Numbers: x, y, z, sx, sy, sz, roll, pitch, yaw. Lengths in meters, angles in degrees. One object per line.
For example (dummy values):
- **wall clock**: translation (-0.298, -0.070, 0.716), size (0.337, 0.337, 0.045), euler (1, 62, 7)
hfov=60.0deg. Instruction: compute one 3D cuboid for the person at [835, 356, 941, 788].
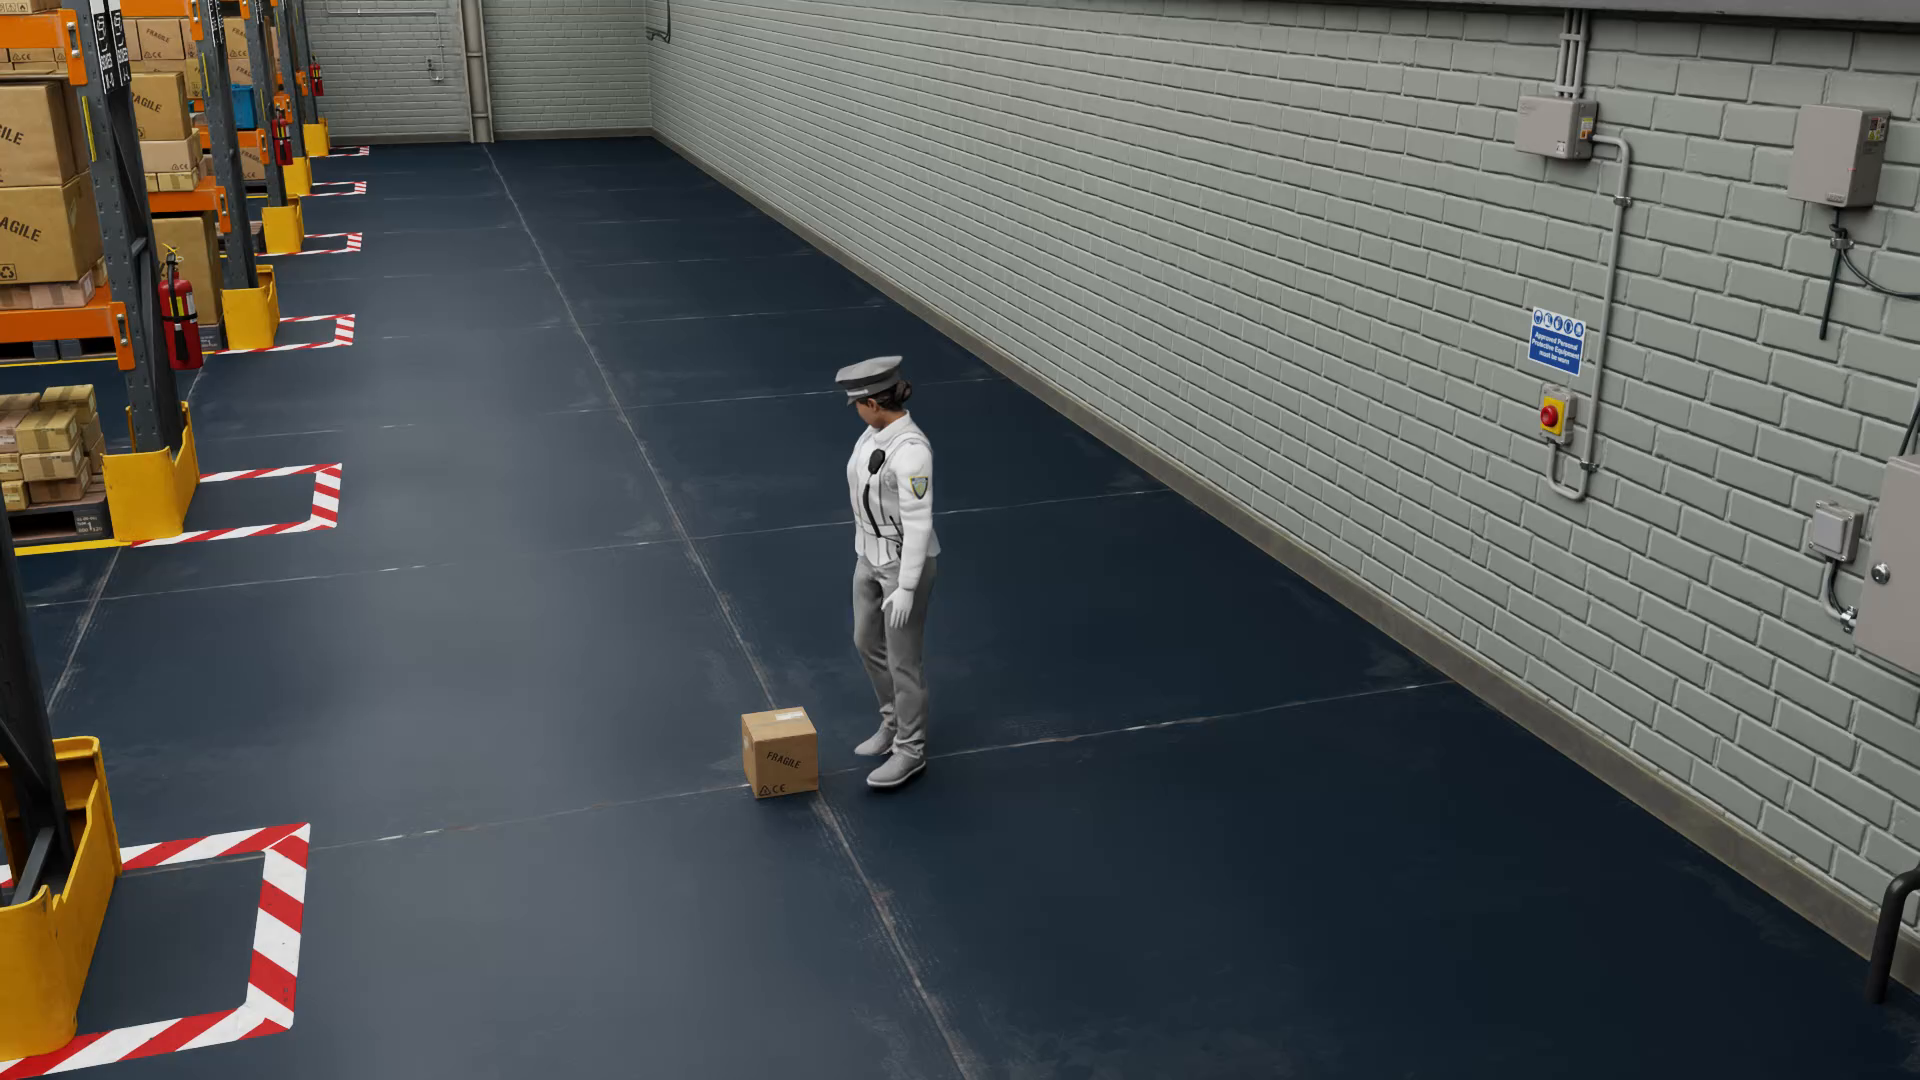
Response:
- **person**: translation (-0.267, 0.139, 6.417), size (0.373, 1.713, 0.562), euler (-10, 22, -25)
